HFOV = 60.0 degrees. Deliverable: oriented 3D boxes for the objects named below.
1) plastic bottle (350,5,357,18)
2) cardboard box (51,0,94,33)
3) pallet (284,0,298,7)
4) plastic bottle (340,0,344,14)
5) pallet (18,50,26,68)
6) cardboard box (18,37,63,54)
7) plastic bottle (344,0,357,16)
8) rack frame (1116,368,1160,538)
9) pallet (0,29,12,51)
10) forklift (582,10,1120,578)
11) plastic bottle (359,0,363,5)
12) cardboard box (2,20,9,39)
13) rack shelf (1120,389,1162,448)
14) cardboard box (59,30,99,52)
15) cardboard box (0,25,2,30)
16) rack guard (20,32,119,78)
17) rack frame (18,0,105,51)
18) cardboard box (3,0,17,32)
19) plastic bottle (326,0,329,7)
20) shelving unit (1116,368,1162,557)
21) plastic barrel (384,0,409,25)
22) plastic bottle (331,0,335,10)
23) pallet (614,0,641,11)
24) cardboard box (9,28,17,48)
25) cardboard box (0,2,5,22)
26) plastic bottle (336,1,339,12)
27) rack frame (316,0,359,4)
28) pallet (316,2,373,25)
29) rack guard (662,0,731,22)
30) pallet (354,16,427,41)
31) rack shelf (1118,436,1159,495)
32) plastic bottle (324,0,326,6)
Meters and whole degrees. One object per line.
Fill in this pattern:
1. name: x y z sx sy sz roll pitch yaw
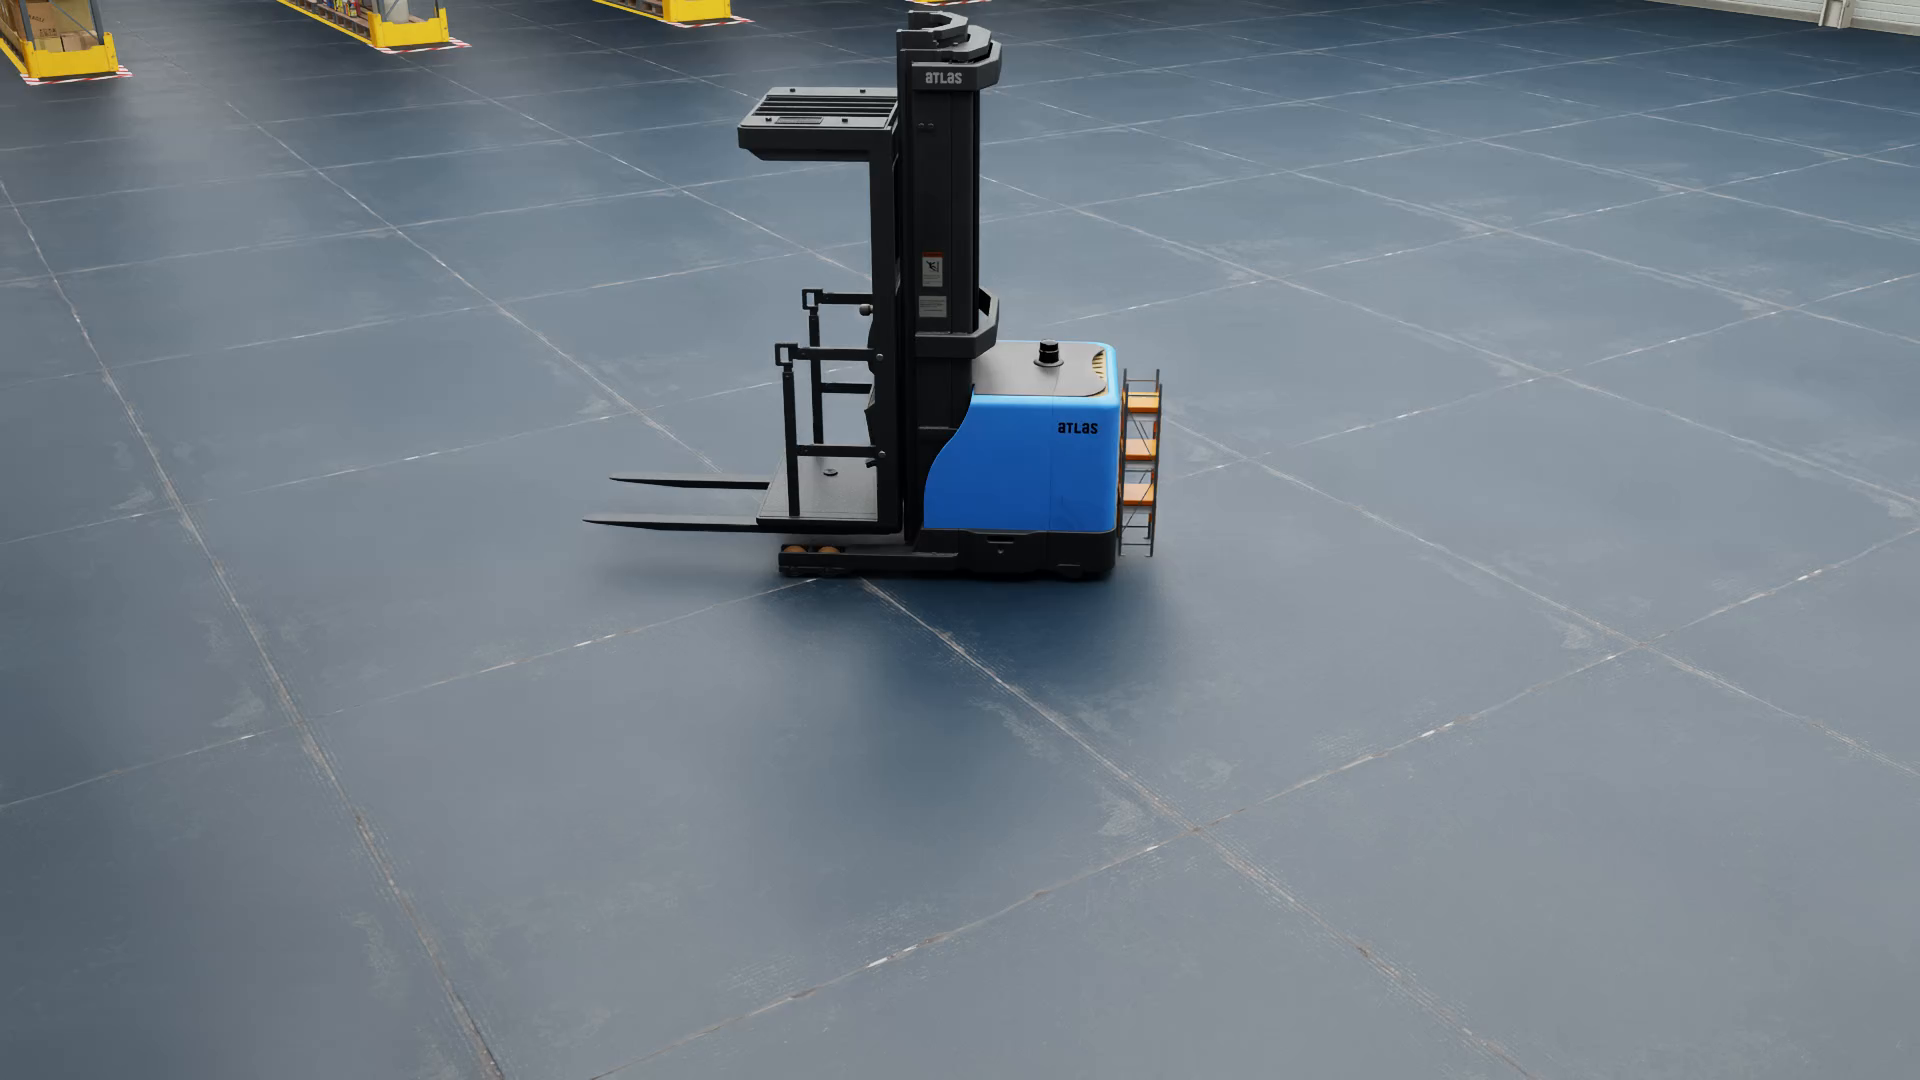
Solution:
1. plastic bottle: -10.066 -8.776 27.589 0.097 0.201 0.097 0 25 0
2. cardboard box: -13.229 -7.842 24.699 0.500 0.500 0.500 -16 29 -30
3. pallet: -12.011 -10.166 31.037 1.003 0.211 1.213 -16 29 -30
4. plastic bottle: -10.350 -9.048 27.990 0.144 0.351 0.185 -14 29 -27
5. pallet: -13.301 -7.137 24.622 1.003 0.211 1.213 -16 29 -30
6. cardboard box: -13.389 -7.204 24.225 0.500 0.250 0.500 -16 29 -30
7. plastic bottle: -10.181 -8.906 27.777 0.152 0.276 0.135 -15 29 -29
8. rack frame: 1.019 -0.487 9.552 0.200 1.050 0.008 1 25 2
9. pallet: -14.633 -8.010 26.470 1.003 0.211 1.213 -16 29 -30
10. forklift: -0.621 -1.341 9.158 3.031 2.935 1.130 1 25 3
11. plastic bottle: -10.408 -9.522 28.995 0.144 0.351 0.185 -16 29 -30
12. cardboard box: -14.496 -7.915 25.732 0.500 0.250 0.500 -16 29 -30
13. rack shelf: 1.014 -0.682 9.325 0.215 0.259 0.240 1 25 2
14. cardboard box: -12.955 -7.325 24.481 0.500 0.250 0.500 -16 29 -30
15. cardboard box: -15.033 -8.275 26.495 0.500 0.250 0.500 -16 29 -30
16. rack guard: -12.835 -6.996 23.983 1.175 0.500 0.348 -16 29 -30
17. rack frame: -12.848 -8.134 23.468 1.000 3.000 0.127 -16 29 -30
18. cardboard box: -13.949 -7.897 24.815 0.500 0.500 0.500 -16 29 -30
19. plastic bottle: -10.874 -9.360 28.739 0.152 0.276 0.135 -14 29 -28
20. shelving unit: 1.014 -0.435 9.442 0.215 1.050 0.252 1 25 2
21. plastic barrel: -9.120 -8.570 26.812 0.421 0.512 0.421 0 25 0
22. plastic bottle: -10.684 -9.266 28.453 0.144 0.351 0.185 -17 30 -32
23. pallet: -5.664 -9.943 30.564 1.003 0.211 1.213 -16 29 -30
24. cardboard box: -13.946 -7.558 24.976 0.500 0.250 0.500 -16 29 -30
25. cardboard box: -14.495 -8.254 25.572 0.500 0.500 0.500 -16 29 -30
26. plastic bottle: -10.549 -9.092 28.259 0.097 0.201 0.097 0 25 0
27. rack frame: -10.880 -10.718 28.941 1.000 3.000 0.127 -16 29 -30
28. pallet: -10.548 -9.207 29.007 1.003 0.211 1.213 -16 29 -30
29. rack guard: -4.588 -9.339 28.946 1.175 0.500 0.348 -16 29 -30
30. pallet: -9.216 -8.335 27.158 1.003 0.211 1.213 -16 29 -30
31. rack shelf: 1.014 -0.426 9.446 0.215 0.259 0.240 1 25 2
32. plastic bottle: -11.018 -9.399 28.909 0.097 0.201 0.097 0 25 0
